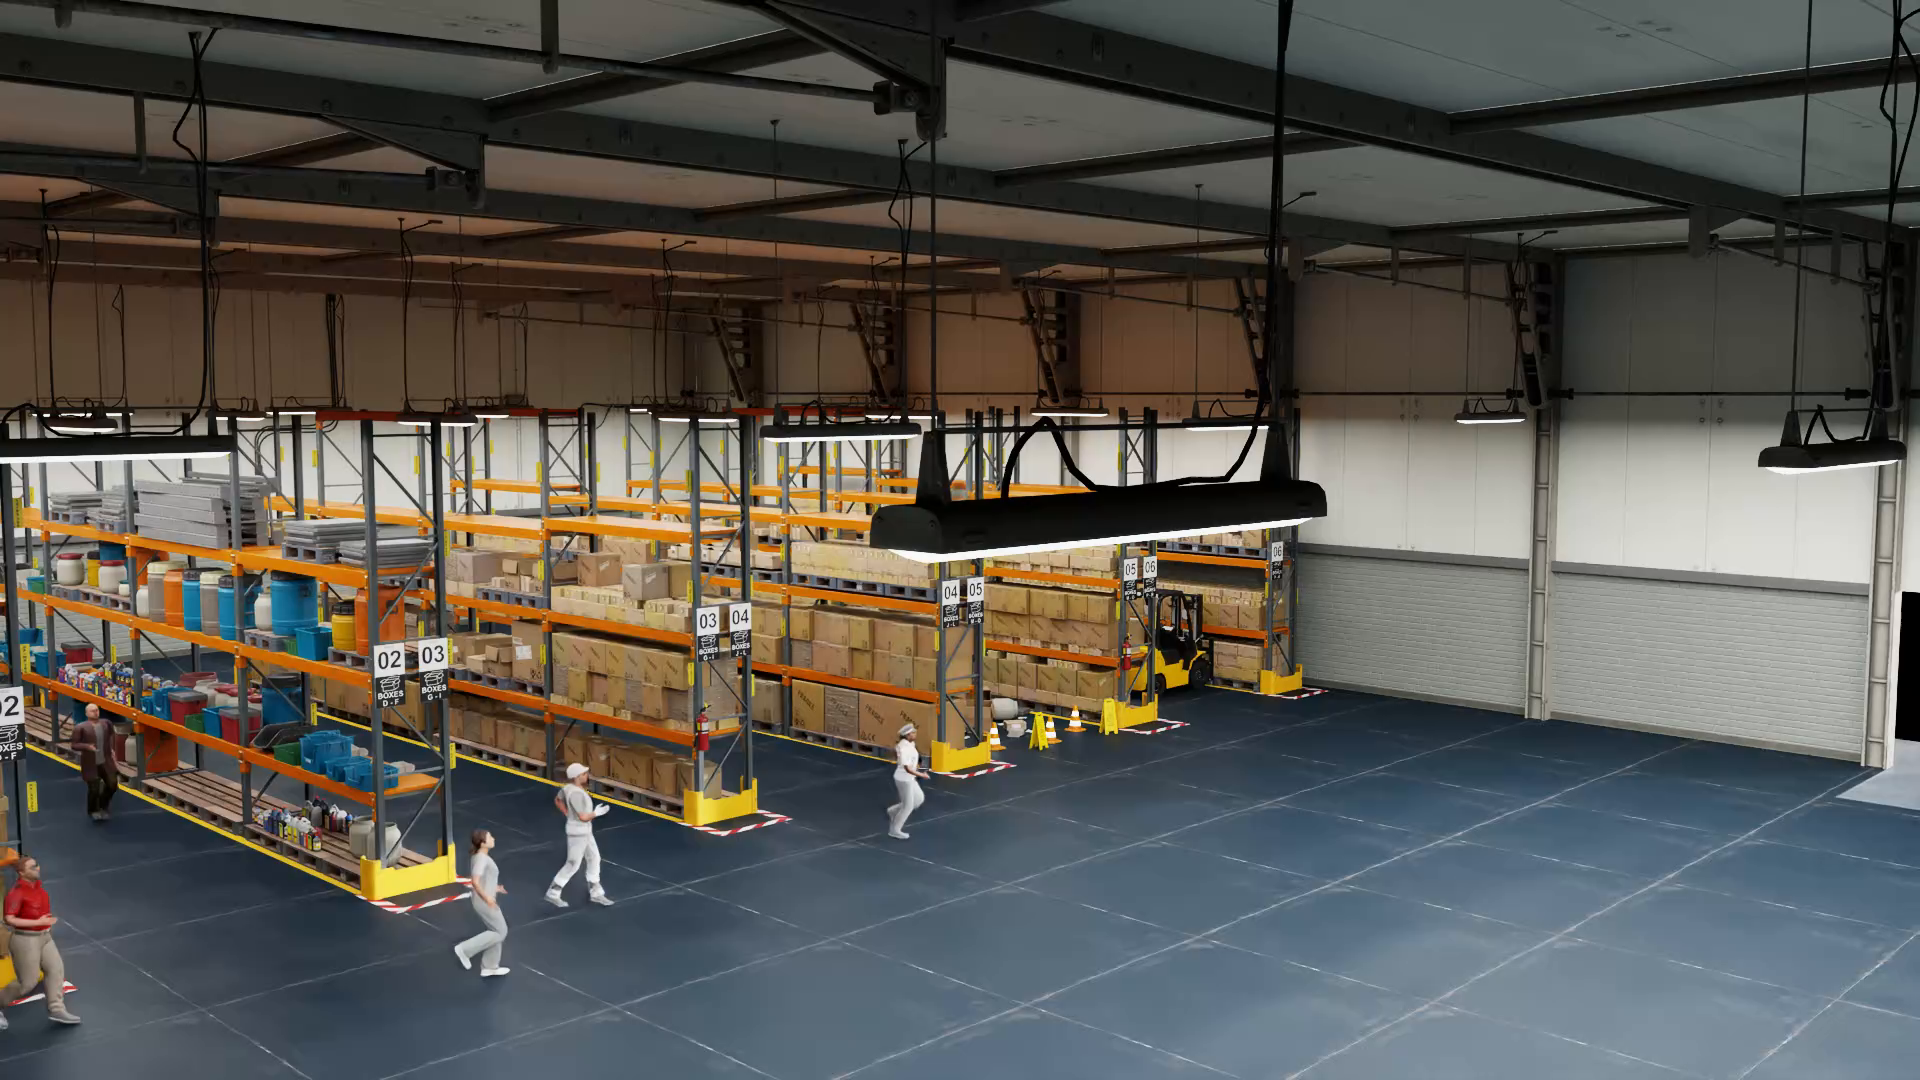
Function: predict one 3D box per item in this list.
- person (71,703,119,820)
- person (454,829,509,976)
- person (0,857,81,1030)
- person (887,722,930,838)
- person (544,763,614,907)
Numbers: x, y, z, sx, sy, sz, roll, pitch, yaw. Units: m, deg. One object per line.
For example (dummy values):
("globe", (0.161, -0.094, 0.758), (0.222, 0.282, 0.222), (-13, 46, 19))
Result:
("person", (-12.681, 3.288, 24.486), (0.675, 1.765, 0.690), (4, 7, 41))
("person", (-5.195, 3.936, 18.012), (0.585, 1.633, 0.585), (-2, 5, -23))
("person", (-9.256, 4.005, 16.514), (0.878, 1.742, 0.683), (-1, 5, -11))
("person", (-0.734, 3.410, 23.735), (0.616, 1.659, 0.602), (0, 5, 0))
("person", (-4.670, 3.619, 20.329), (0.835, 1.825, 0.656), (-1, 5, -11))
